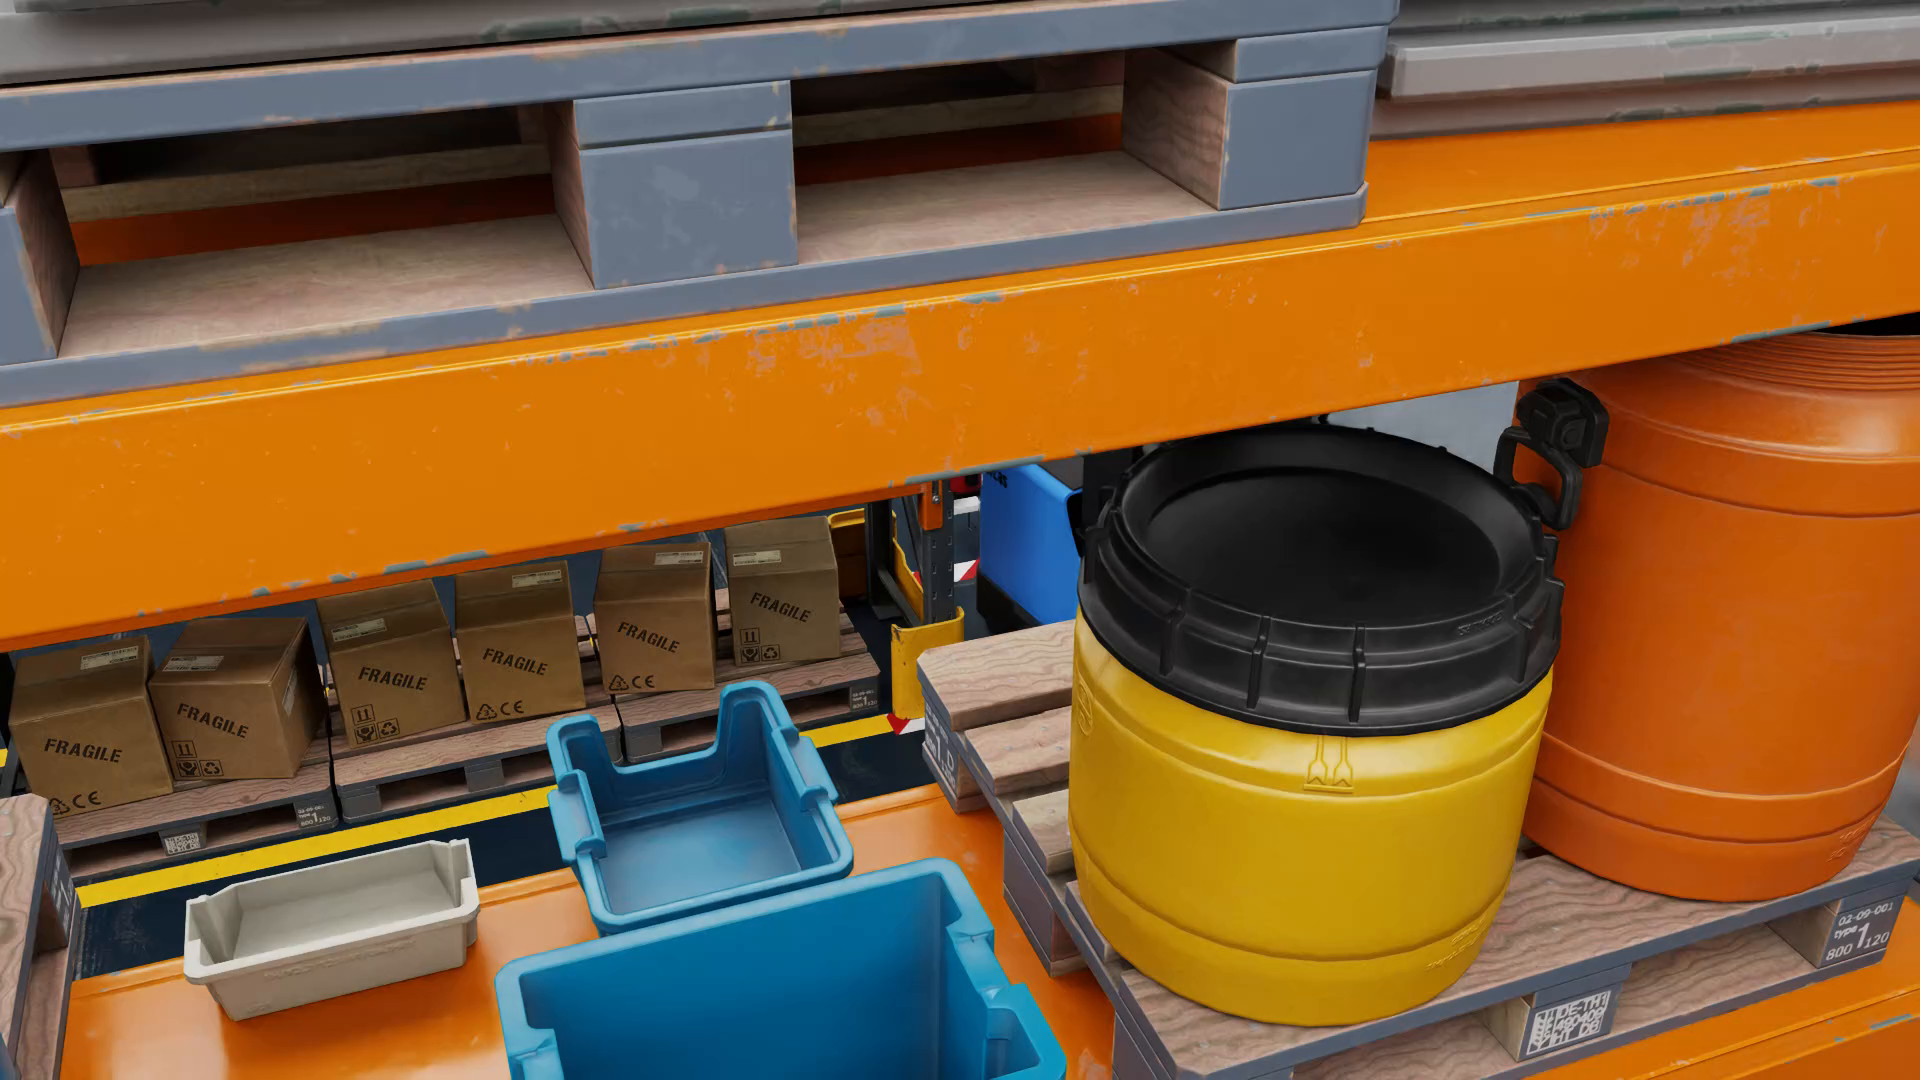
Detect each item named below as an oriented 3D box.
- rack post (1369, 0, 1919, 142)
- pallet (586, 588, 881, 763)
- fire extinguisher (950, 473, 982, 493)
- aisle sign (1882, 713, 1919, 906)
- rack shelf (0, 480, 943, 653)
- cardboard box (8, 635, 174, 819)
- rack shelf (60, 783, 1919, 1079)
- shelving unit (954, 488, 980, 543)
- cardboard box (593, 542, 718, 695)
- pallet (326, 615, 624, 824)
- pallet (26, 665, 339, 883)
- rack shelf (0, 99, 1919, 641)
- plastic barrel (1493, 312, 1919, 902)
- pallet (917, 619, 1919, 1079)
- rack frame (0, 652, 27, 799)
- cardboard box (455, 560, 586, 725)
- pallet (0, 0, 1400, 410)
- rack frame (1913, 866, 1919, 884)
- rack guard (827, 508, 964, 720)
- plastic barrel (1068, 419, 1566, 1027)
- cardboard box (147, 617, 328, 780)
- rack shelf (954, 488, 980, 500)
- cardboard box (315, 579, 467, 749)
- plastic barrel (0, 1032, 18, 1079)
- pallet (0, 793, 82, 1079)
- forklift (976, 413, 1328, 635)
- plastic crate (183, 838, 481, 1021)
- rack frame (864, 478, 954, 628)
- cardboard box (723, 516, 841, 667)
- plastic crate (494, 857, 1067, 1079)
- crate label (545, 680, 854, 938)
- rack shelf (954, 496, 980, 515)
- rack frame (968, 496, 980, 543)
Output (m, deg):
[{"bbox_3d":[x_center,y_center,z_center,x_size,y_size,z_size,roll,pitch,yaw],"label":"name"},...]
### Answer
[{"bbox_3d":[0.718,-0.785,2.043,0.954,0.300,0.937,-7,30,-12],"label":"rack post"},{"bbox_3d":[-1.101,0.583,8.013,1.213,0.211,1.003,-10,31,-18],"label":"pallet"},{"bbox_3d":[0.012,-0.538,7.242,0.183,0.674,0.296,-10,31,-18],"label":"fire extinguisher"},{"bbox_3d":[1.642,0.529,2.666,0.004,0.787,0.394,-10,31,-18],"label":"aisle sign"},{"bbox_3d":[-2.131,-0.107,7.135,4.000,0.370,1.077,-10,31,-18],"label":"rack shelf"},{"bbox_3d":[-3.616,0.778,6.955,0.500,0.500,0.500,-11,32,-19],"label":"cardboard box"},{"bbox_3d":[-0.403,0.887,2.359,4.000,0.370,1.077,-10,31,-18],"label":"rack shelf"},{"bbox_3d":[-0.008,-0.390,9.025,0.210,0.900,0.258,-10,31,-18],"label":"shelving unit"},{"bbox_3d":[-1.395,0.358,7.693,0.500,0.500,0.500,-3,30,-5],"label":"cardboard box"},{"bbox_3d":[-2.243,0.792,7.647,1.213,0.211,1.003,-10,31,-18],"label":"pallet"},{"bbox_3d":[-3.388,1.004,7.274,1.213,0.211,1.003,-10,31,-18],"label":"pallet"},{"bbox_3d":[-0.403,-0.242,1.716,4.000,0.370,1.077,-10,31,-18],"label":"rack shelf"},{"bbox_3d":[1.060,0.003,2.326,0.708,0.830,0.600,-10,31,-18],"label":"plastic barrel"},{"bbox_3d":[0.662,0.409,2.663,1.213,0.211,1.003,-10,31,-18],"label":"pallet"},{"bbox_3d":[-4.005,-0.075,6.351,0.127,3.000,1.000,-10,31,-18],"label":"rack frame"},{"bbox_3d":[-1.989,0.457,7.519,0.500,0.500,0.500,-8,31,-13],"label":"cardboard box"},{"bbox_3d":[-0.370,-0.495,1.624,1.213,0.211,1.003,-10,31,-18],"label":"pallet"},{"bbox_3d":[1.471,1.533,3.530,0.127,3.000,1.000,-10,31,-18],"label":"rack frame"},{"bbox_3d":[-0.327,0.334,8.159,0.348,0.500,1.175,-10,31,-18],"label":"rack guard"},{"bbox_3d":[0.447,0.221,2.188,0.600,0.588,0.600,0,30,0],"label":"plastic barrel"},{"bbox_3d":[-3.082,0.676,7.134,0.500,0.500,0.500,-1,30,-2],"label":"cardboard box"},{"bbox_3d":[-0.008,-0.282,9.086,0.200,0.077,0.258,-10,31,-18],"label":"rack shelf"},{"bbox_3d":[-2.528,0.532,7.386,0.500,0.500,0.500,-13,32,-22],"label":"cardboard box"},{"bbox_3d":[-1.308,0.397,1.561,0.708,0.901,0.600,-10,31,-18],"label":"plastic barrel"},{"bbox_3d":[-1.636,0.832,1.920,1.003,0.211,1.213,-10,31,-18],"label":"pallet"},{"bbox_3d":[1.260,-0.366,6.932,1.130,2.935,3.031,-16,33,-26],"label":"forklift"},{"bbox_3d":[-0.915,0.570,2.456,0.396,0.136,0.243,-10,31,-18],"label":"plastic crate"},{"bbox_3d":[-0.256,-0.765,7.563,0.127,3.000,1.000,-10,31,-18],"label":"rack frame"},{"bbox_3d":[-0.847,0.238,7.902,0.500,0.500,0.500,-5,30,-8],"label":"cardboard box"},{"bbox_3d":[-0.211,0.705,1.968,0.575,0.384,0.392,-10,31,-18],"label":"plastic crate"},{"bbox_3d":[-0.398,0.464,2.526,0.408,0.251,0.502,-10,31,-18],"label":"crate label"},{"bbox_3d":[-0.008,-0.204,9.130,0.200,0.077,0.258,-10,31,-18],"label":"rack shelf"},{"bbox_3d":[0.088,-0.407,9.056,0.006,0.900,0.240,-10,31,-18],"label":"rack frame"}]
